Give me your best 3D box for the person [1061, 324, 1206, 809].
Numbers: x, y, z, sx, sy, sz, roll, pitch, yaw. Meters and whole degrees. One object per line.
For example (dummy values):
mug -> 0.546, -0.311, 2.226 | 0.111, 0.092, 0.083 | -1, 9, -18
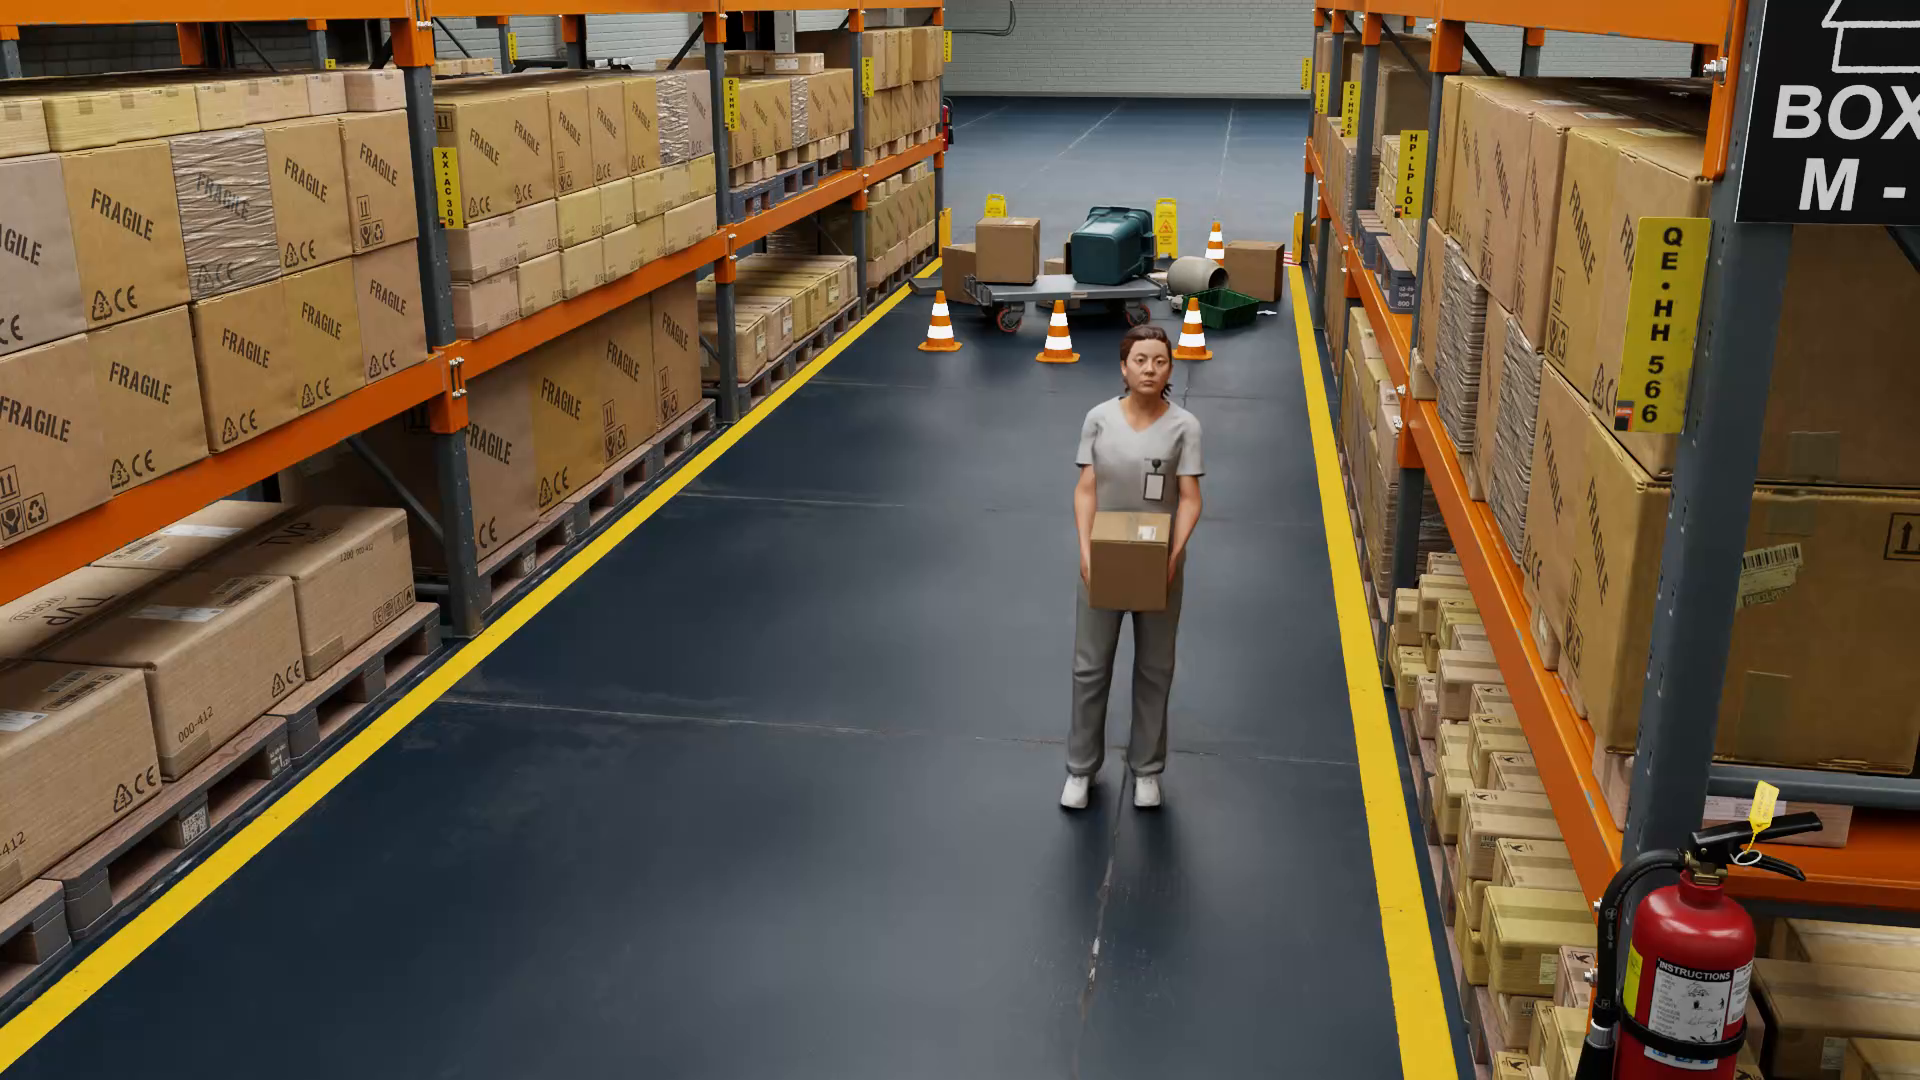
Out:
person -> 0.600, 0.110, 5.715 | 0.452, 1.676, 0.534 | 3, 18, 9
